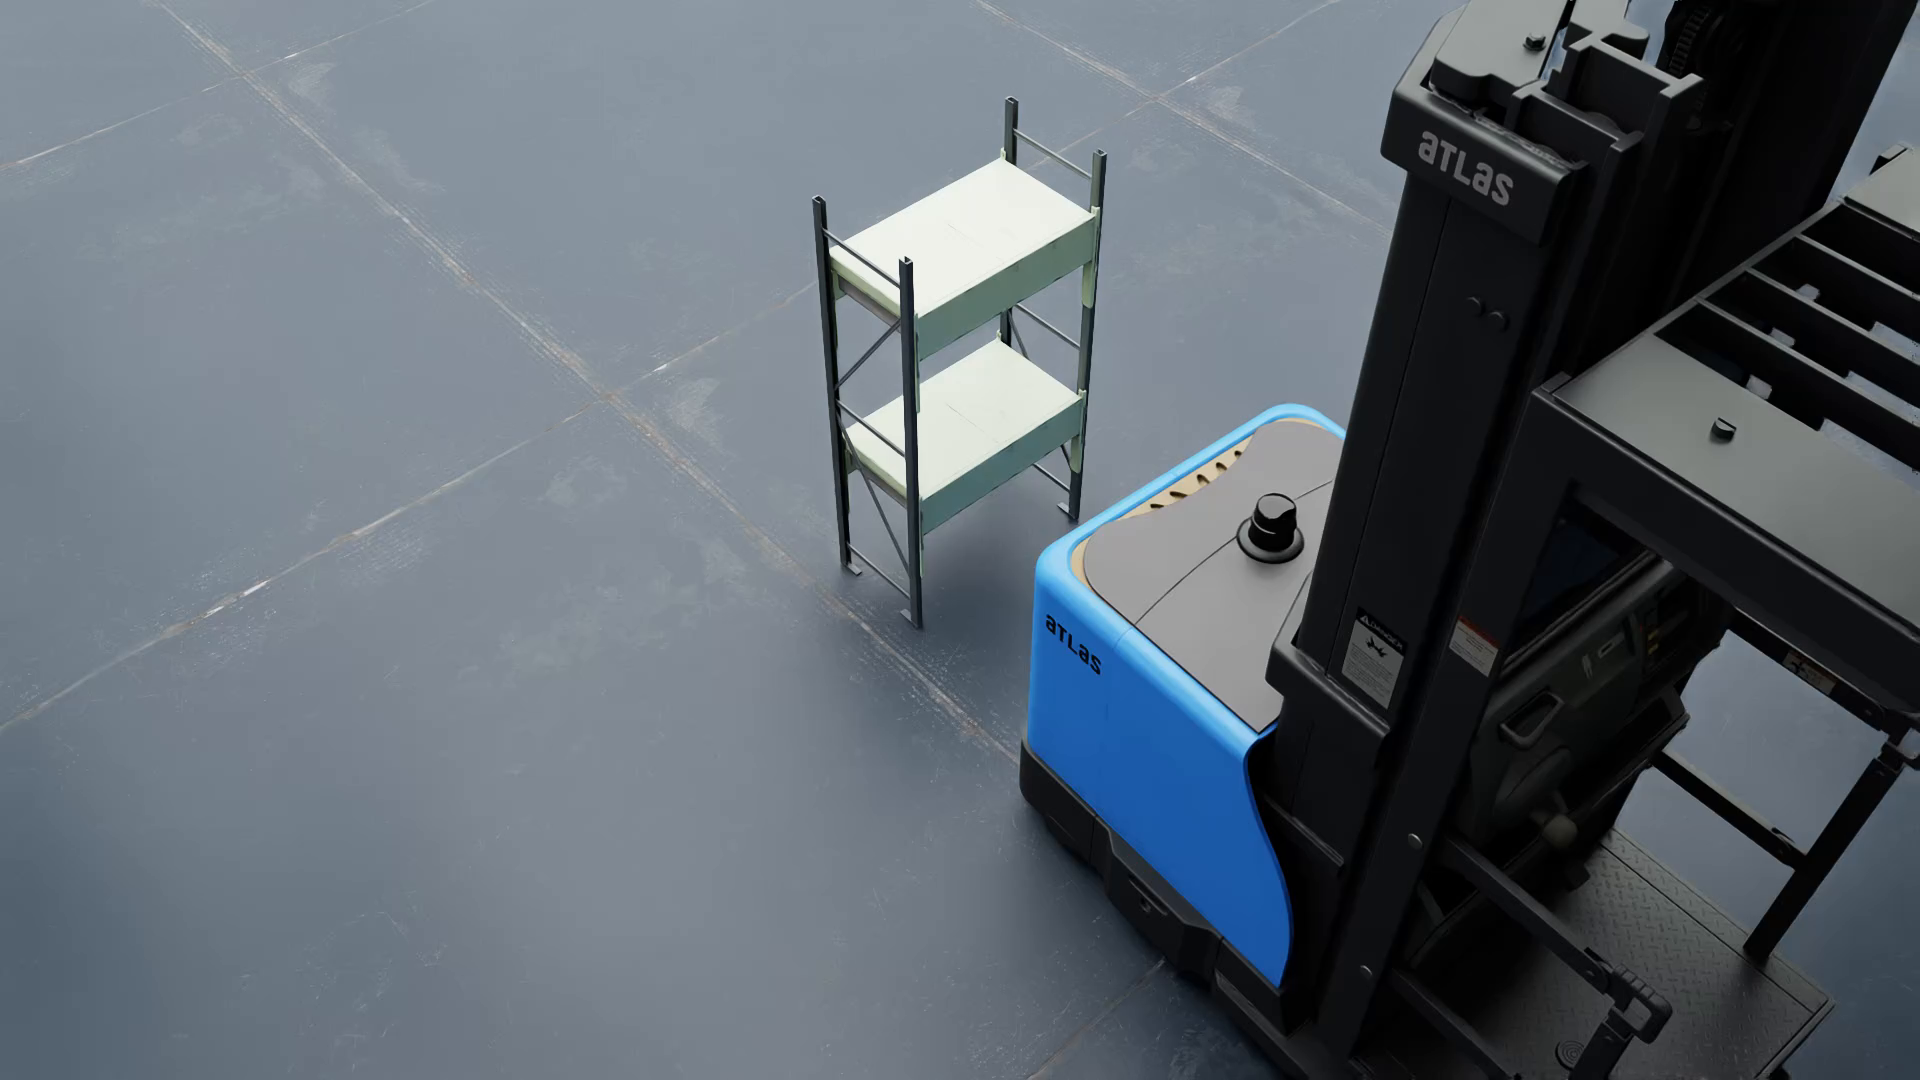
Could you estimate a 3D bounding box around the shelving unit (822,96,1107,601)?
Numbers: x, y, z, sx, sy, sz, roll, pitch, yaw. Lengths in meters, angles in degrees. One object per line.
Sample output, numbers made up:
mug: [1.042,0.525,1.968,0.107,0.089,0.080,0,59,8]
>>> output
shelving unit: [0.007,-0.514,5.203,0.748,1.500,0.431,-34,56,-27]

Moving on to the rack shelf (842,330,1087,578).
rack shelf: [0.005,-0.291,5.441,0.720,0.370,0.431,-34,56,-27]

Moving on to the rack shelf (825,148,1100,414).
rack shelf: [0.005,-0.777,4.915,0.720,0.370,0.431,-34,56,-27]

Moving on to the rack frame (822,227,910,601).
rack frame: [-0.267,-0.332,5.036,0.010,1.308,0.380,-34,56,-27]

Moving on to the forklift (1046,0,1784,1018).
forklift: [-9.633,-3.204,6.755,12.119,2.867,22.555,-31,54,-25]

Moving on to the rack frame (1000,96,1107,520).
rack frame: [0.276,-0.693,5.369,0.023,1.500,0.400,-34,56,-27]
